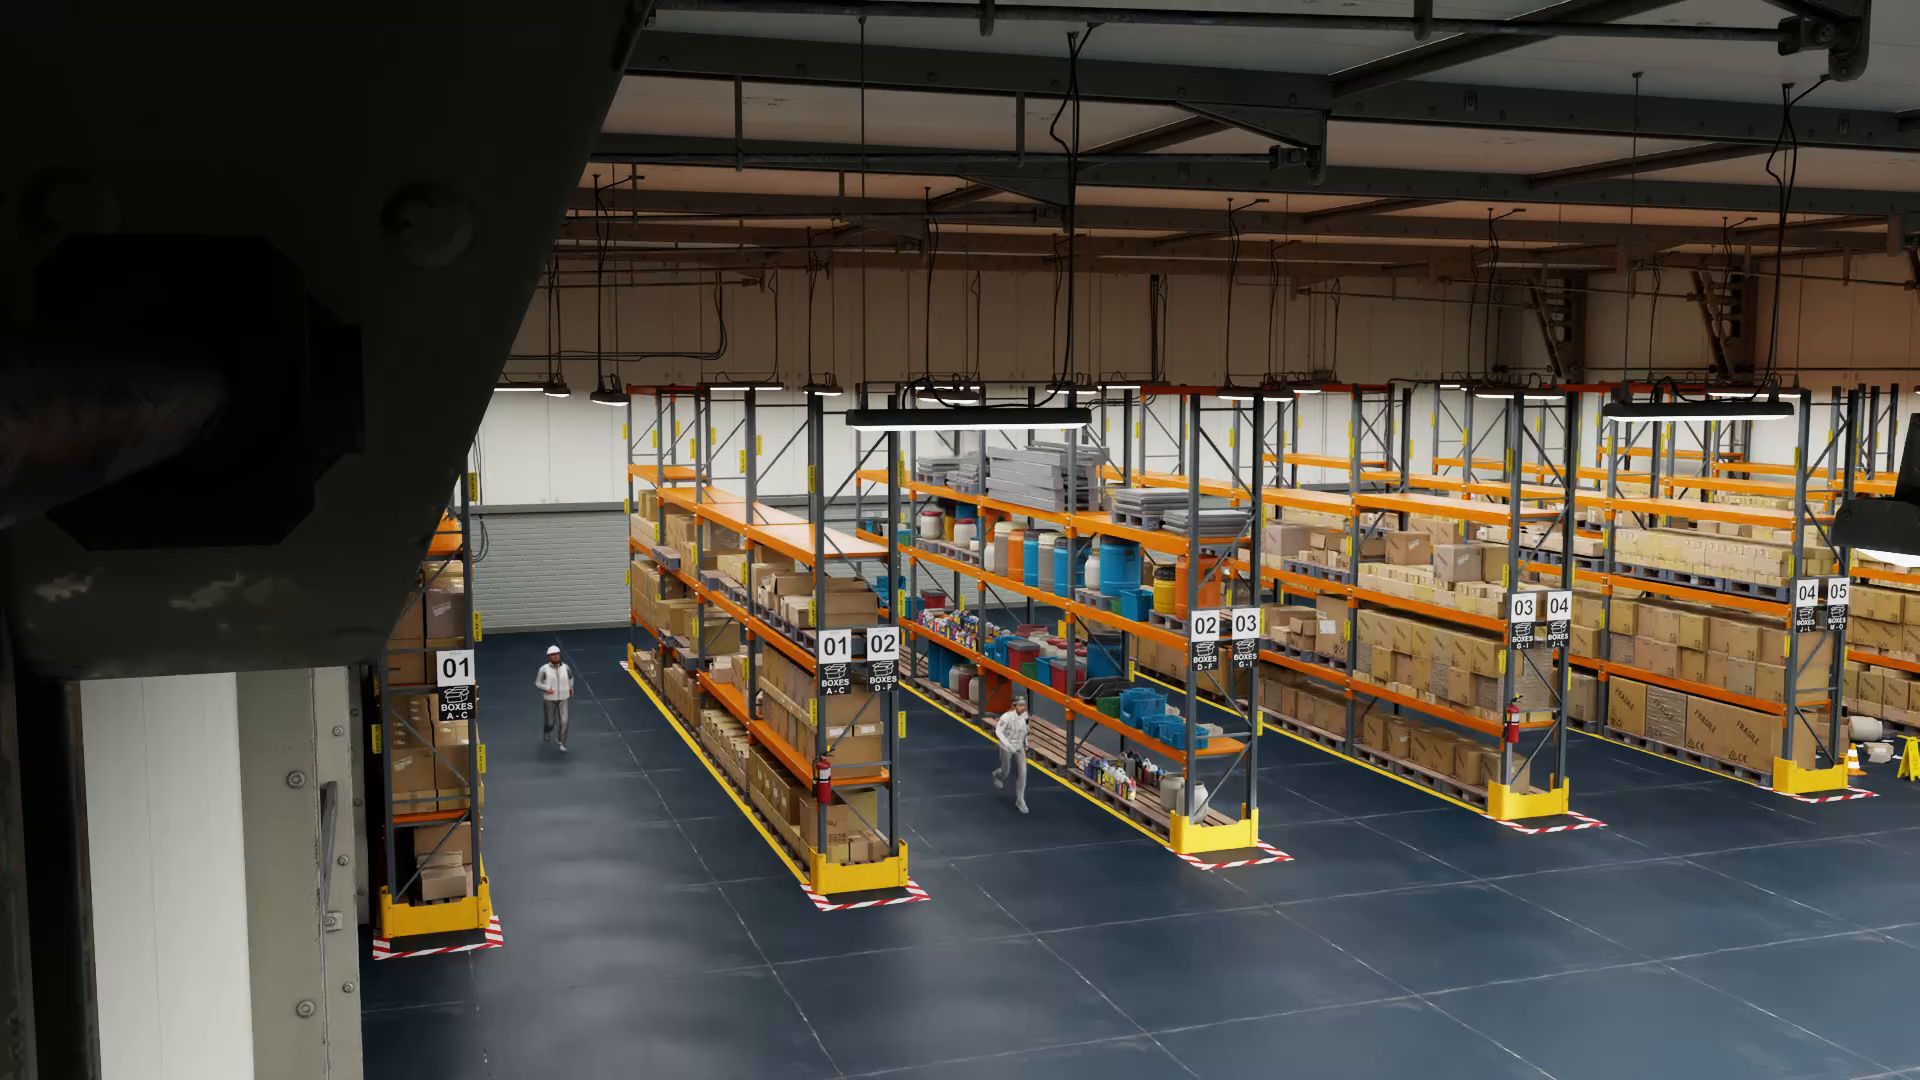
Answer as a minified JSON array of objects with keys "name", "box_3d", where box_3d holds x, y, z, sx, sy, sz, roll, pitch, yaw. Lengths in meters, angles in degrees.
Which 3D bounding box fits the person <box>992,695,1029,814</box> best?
[{"name":"person","box_3d":[0.747,3.036,24.103,0.618,1.682,1.024,-3,7,-25]}]

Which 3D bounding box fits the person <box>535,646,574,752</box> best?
[{"name":"person","box_3d":[-6.708,2.622,27.618,0.669,1.733,0.760,-3,7,-28]}]

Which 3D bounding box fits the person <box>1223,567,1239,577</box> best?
[{"name":"person","box_3d":[6.521,1.303,40.665,0.853,1.674,0.664,-3,7,-27]}]
